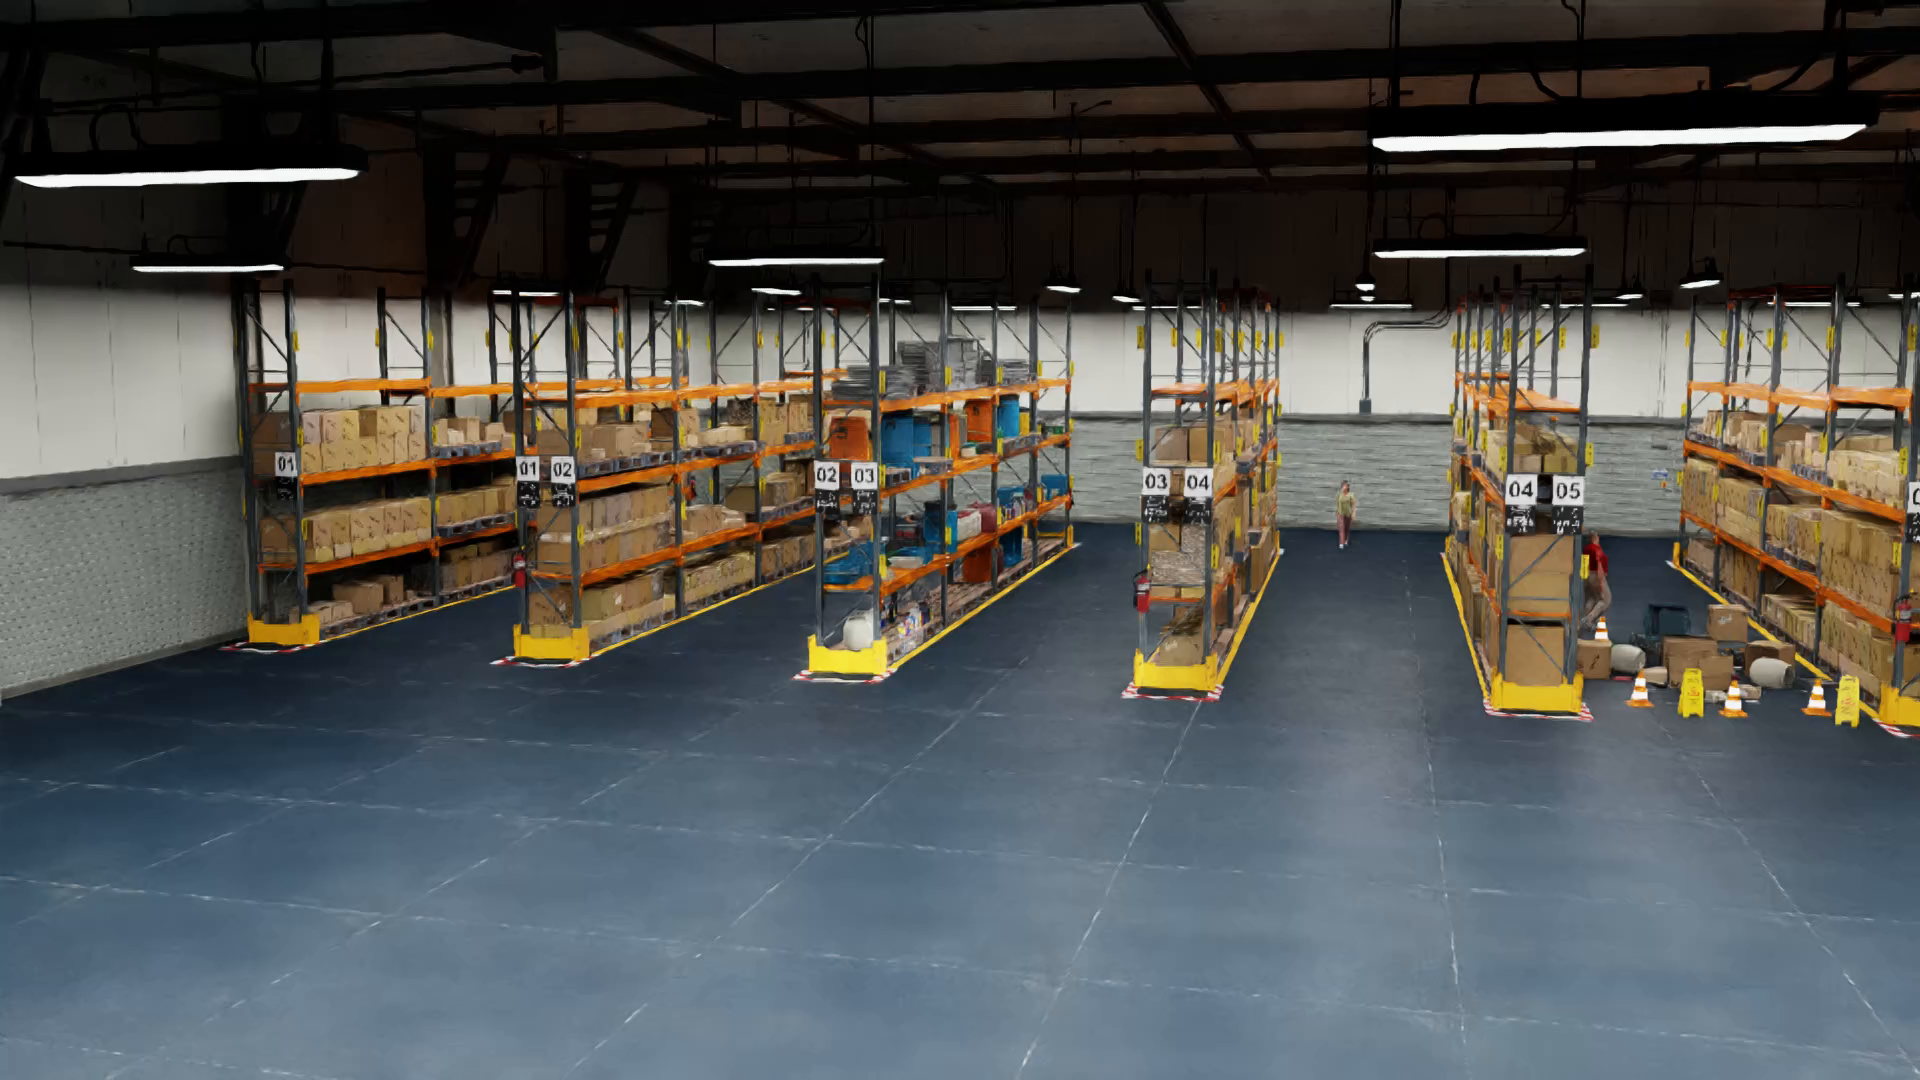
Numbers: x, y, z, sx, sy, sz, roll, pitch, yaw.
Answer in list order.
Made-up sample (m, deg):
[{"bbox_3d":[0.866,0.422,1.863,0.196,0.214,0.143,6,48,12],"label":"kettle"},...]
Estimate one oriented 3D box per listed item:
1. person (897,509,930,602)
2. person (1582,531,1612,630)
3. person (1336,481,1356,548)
[{"bbox_3d":[-0.847,0.275,29.953,0.612,1.645,0.661,0,7,1],"label":"person"},{"bbox_3d":[10.932,0.711,28.698,0.459,1.725,0.577,-1,7,-10],"label":"person"},{"bbox_3d":[9.355,-0.632,40.304,0.456,1.613,1.019,2,7,13],"label":"person"}]
